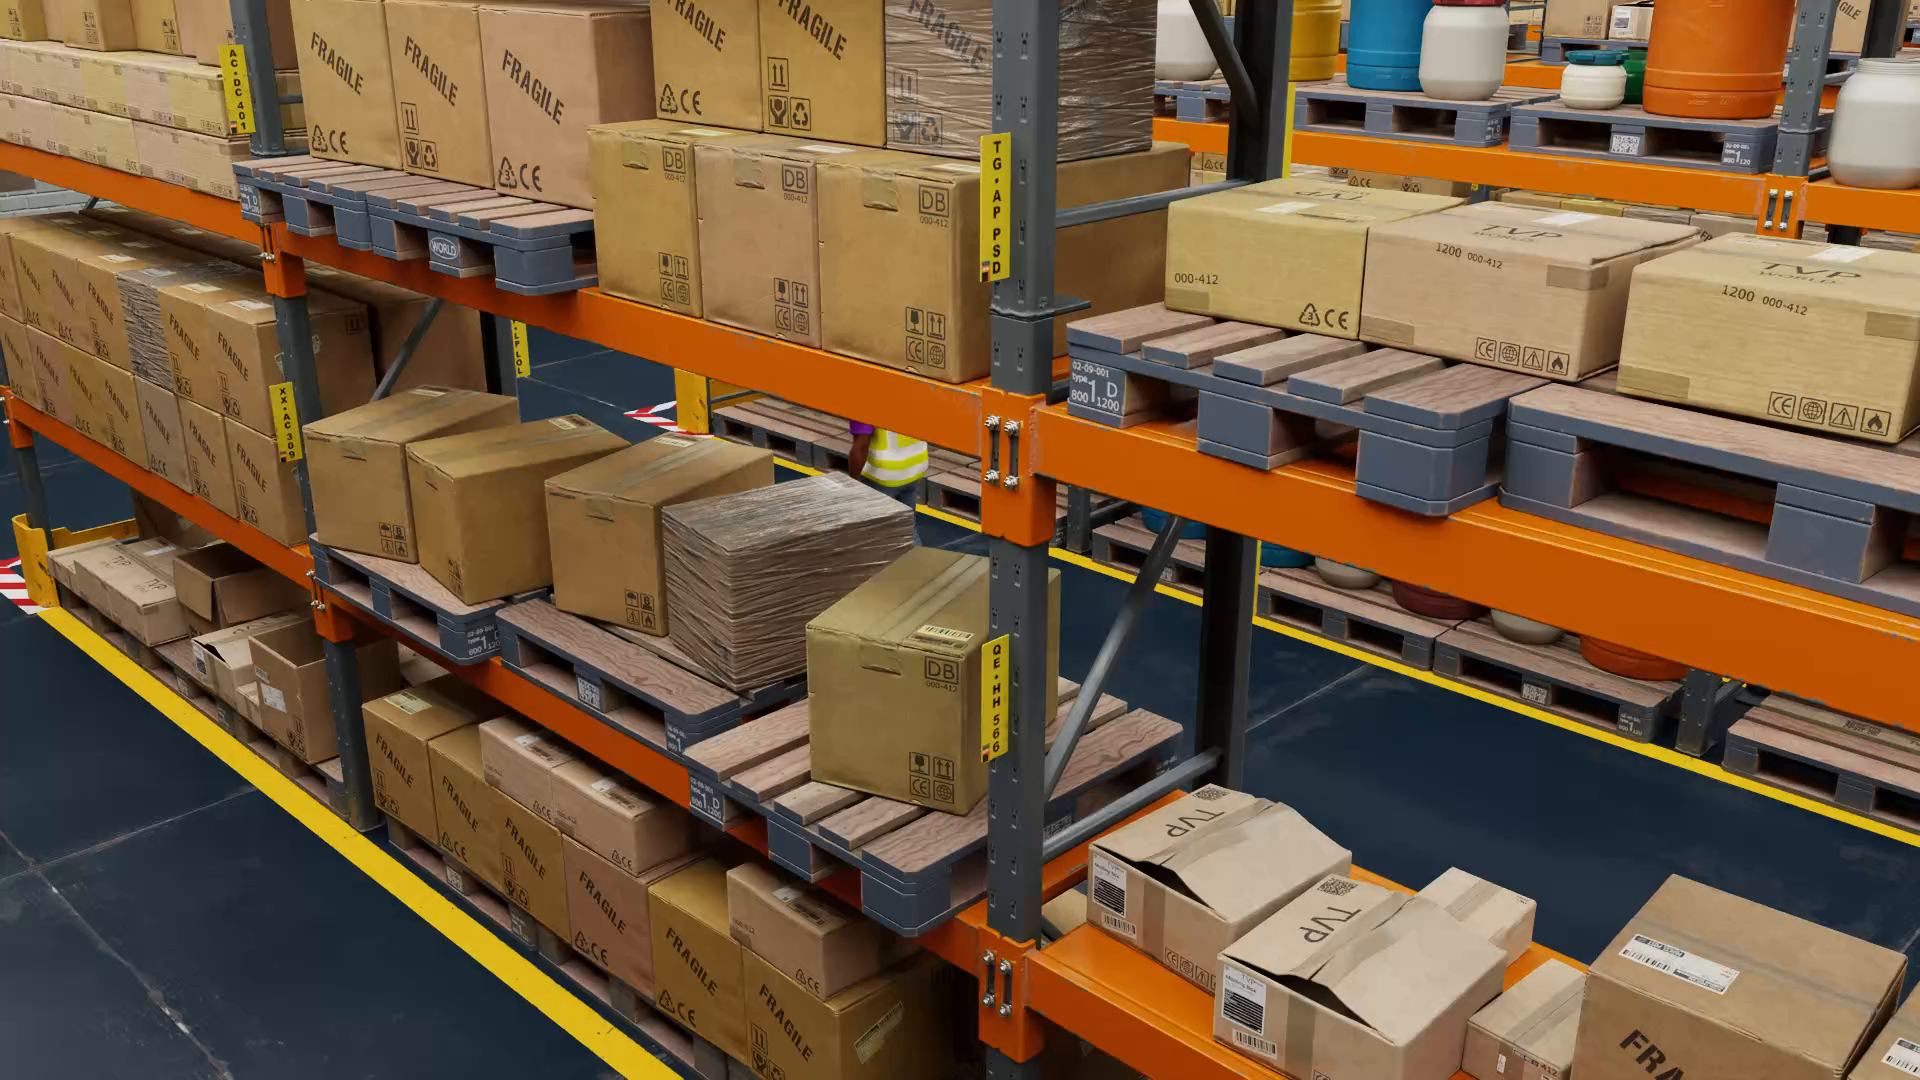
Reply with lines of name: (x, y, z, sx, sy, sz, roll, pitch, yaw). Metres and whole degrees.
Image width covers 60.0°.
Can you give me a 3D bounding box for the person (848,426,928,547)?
person: (4.971, -7.486, 18.261, 6.029, 9.002, 23.700, 17, 26, 38)
